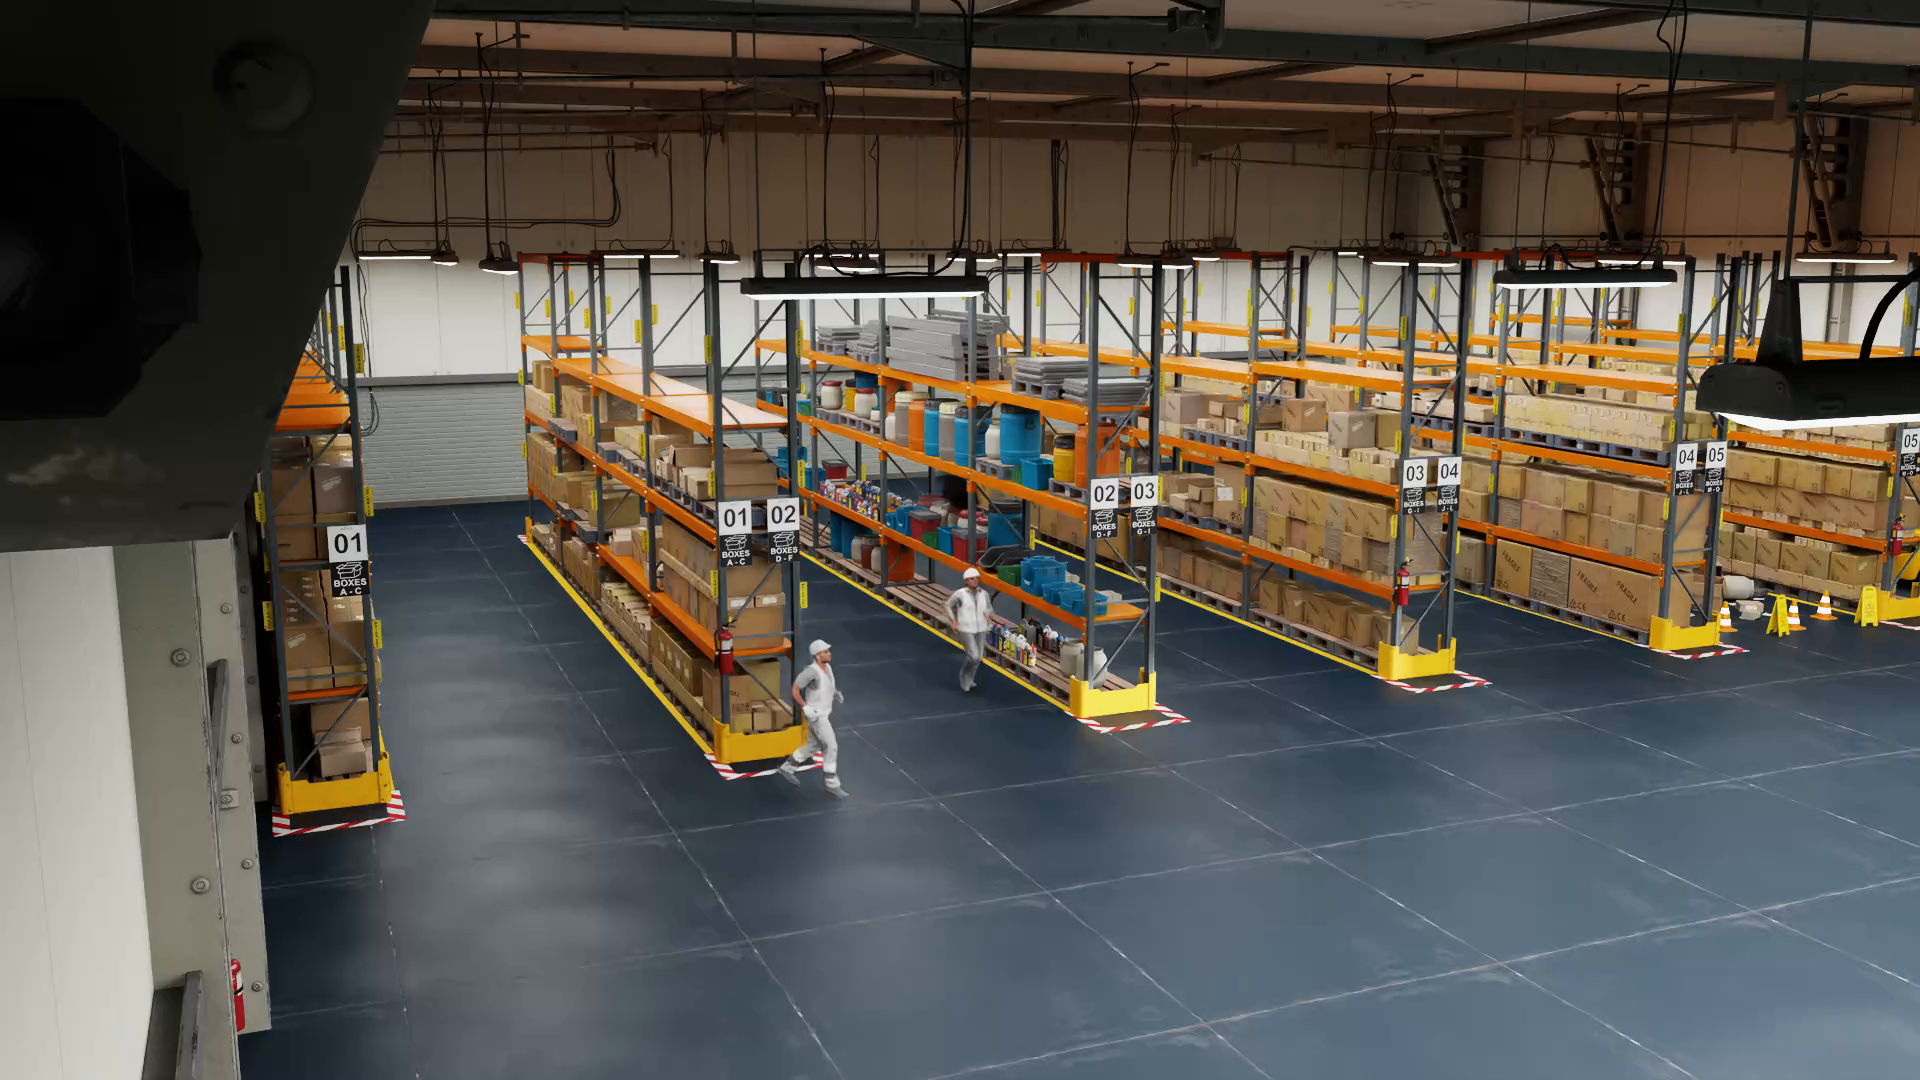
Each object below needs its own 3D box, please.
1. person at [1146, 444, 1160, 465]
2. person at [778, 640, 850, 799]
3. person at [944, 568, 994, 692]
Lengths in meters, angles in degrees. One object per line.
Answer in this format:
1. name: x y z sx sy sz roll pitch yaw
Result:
1. person: 4.316 -1.349 37.945 0.611 1.686 0.689 -2 11 -9
2. person: -1.661 2.018 19.029 0.880 1.815 0.670 2 11 11
3. person: 0.181 1.264 23.225 0.638 1.751 0.670 -5 12 -27
